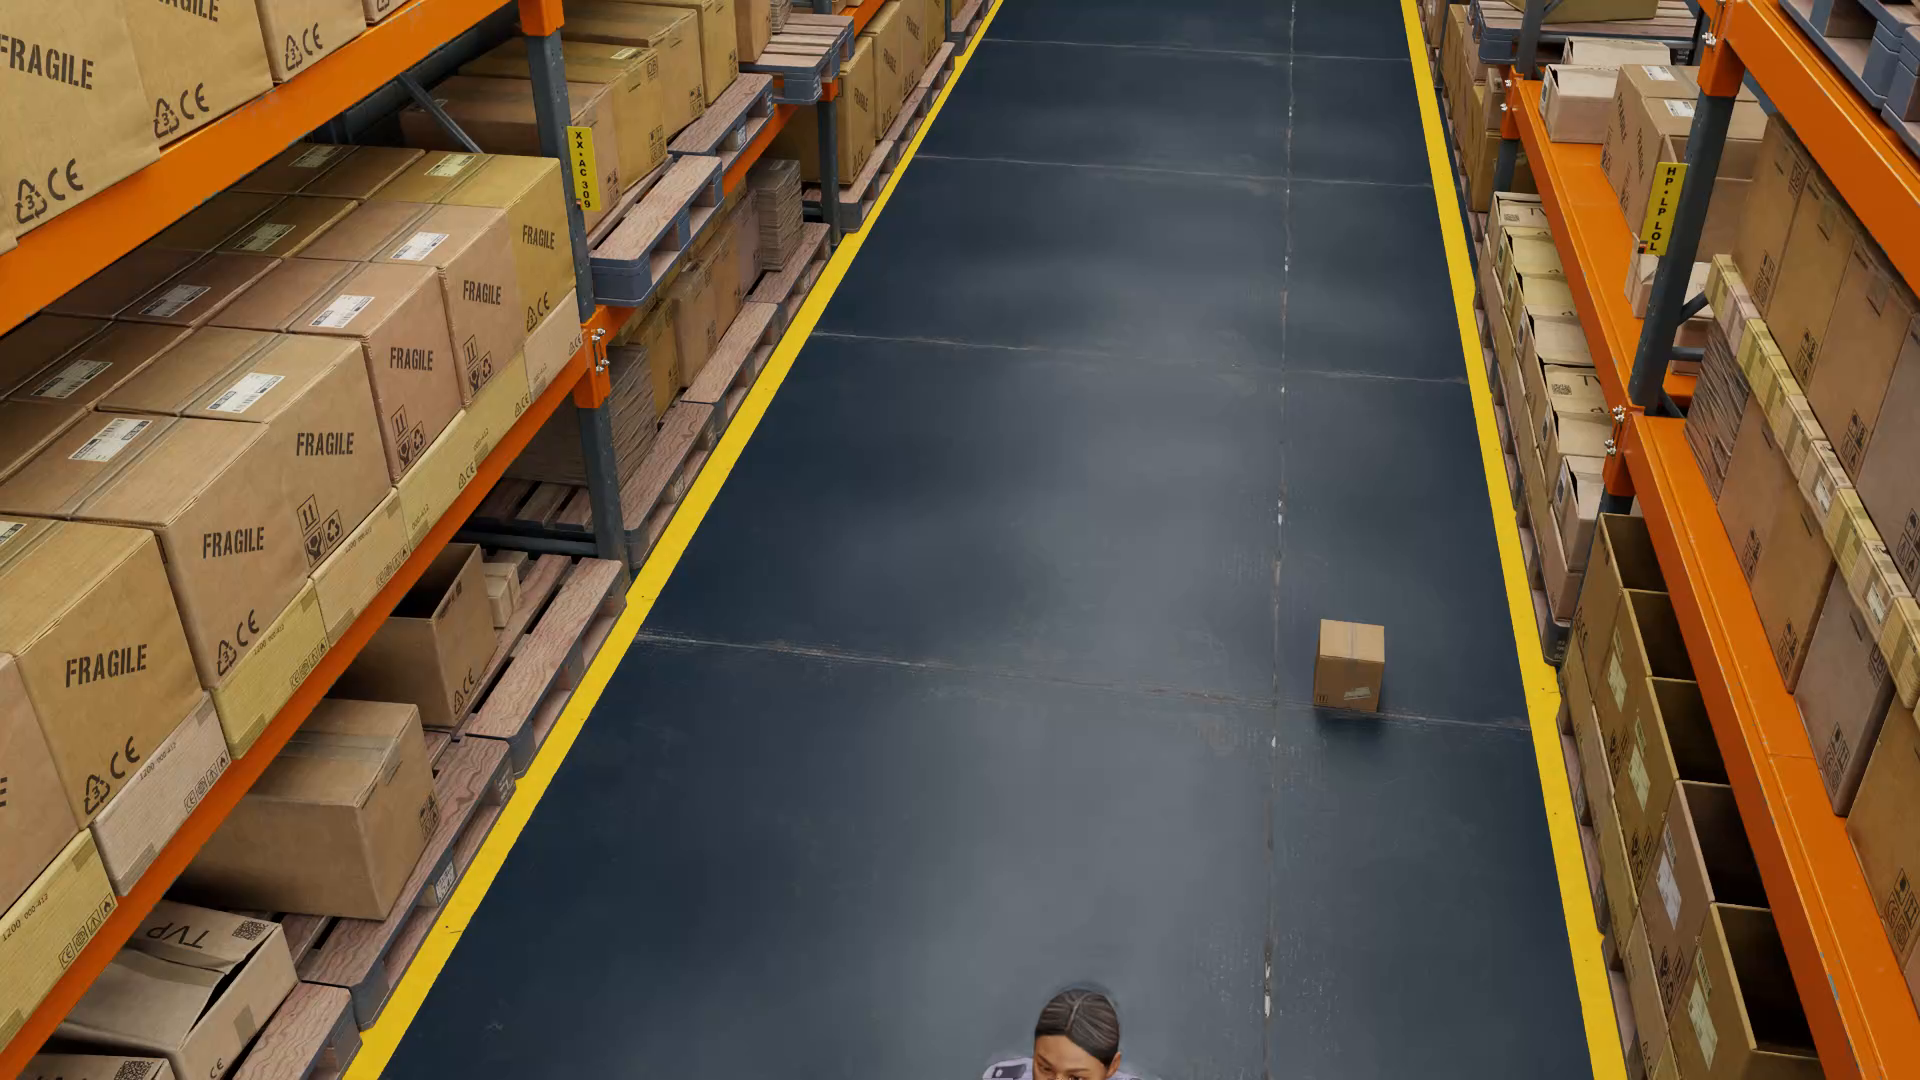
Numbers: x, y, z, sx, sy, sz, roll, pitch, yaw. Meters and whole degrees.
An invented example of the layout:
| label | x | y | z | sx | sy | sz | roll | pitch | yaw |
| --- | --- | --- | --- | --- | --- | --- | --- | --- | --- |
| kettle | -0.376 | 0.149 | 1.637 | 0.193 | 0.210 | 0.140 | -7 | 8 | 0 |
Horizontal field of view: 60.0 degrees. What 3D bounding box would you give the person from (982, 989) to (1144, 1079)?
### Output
| label | x | y | z | sx | sy | sz | roll | pitch | yaw |
| --- | --- | --- | --- | --- | --- | --- | --- | --- | --- |
| person | 0.247 | 1.582 | 3.671 | 0.470 | 1.591 | 0.904 | 6 | 33 | 9 |
